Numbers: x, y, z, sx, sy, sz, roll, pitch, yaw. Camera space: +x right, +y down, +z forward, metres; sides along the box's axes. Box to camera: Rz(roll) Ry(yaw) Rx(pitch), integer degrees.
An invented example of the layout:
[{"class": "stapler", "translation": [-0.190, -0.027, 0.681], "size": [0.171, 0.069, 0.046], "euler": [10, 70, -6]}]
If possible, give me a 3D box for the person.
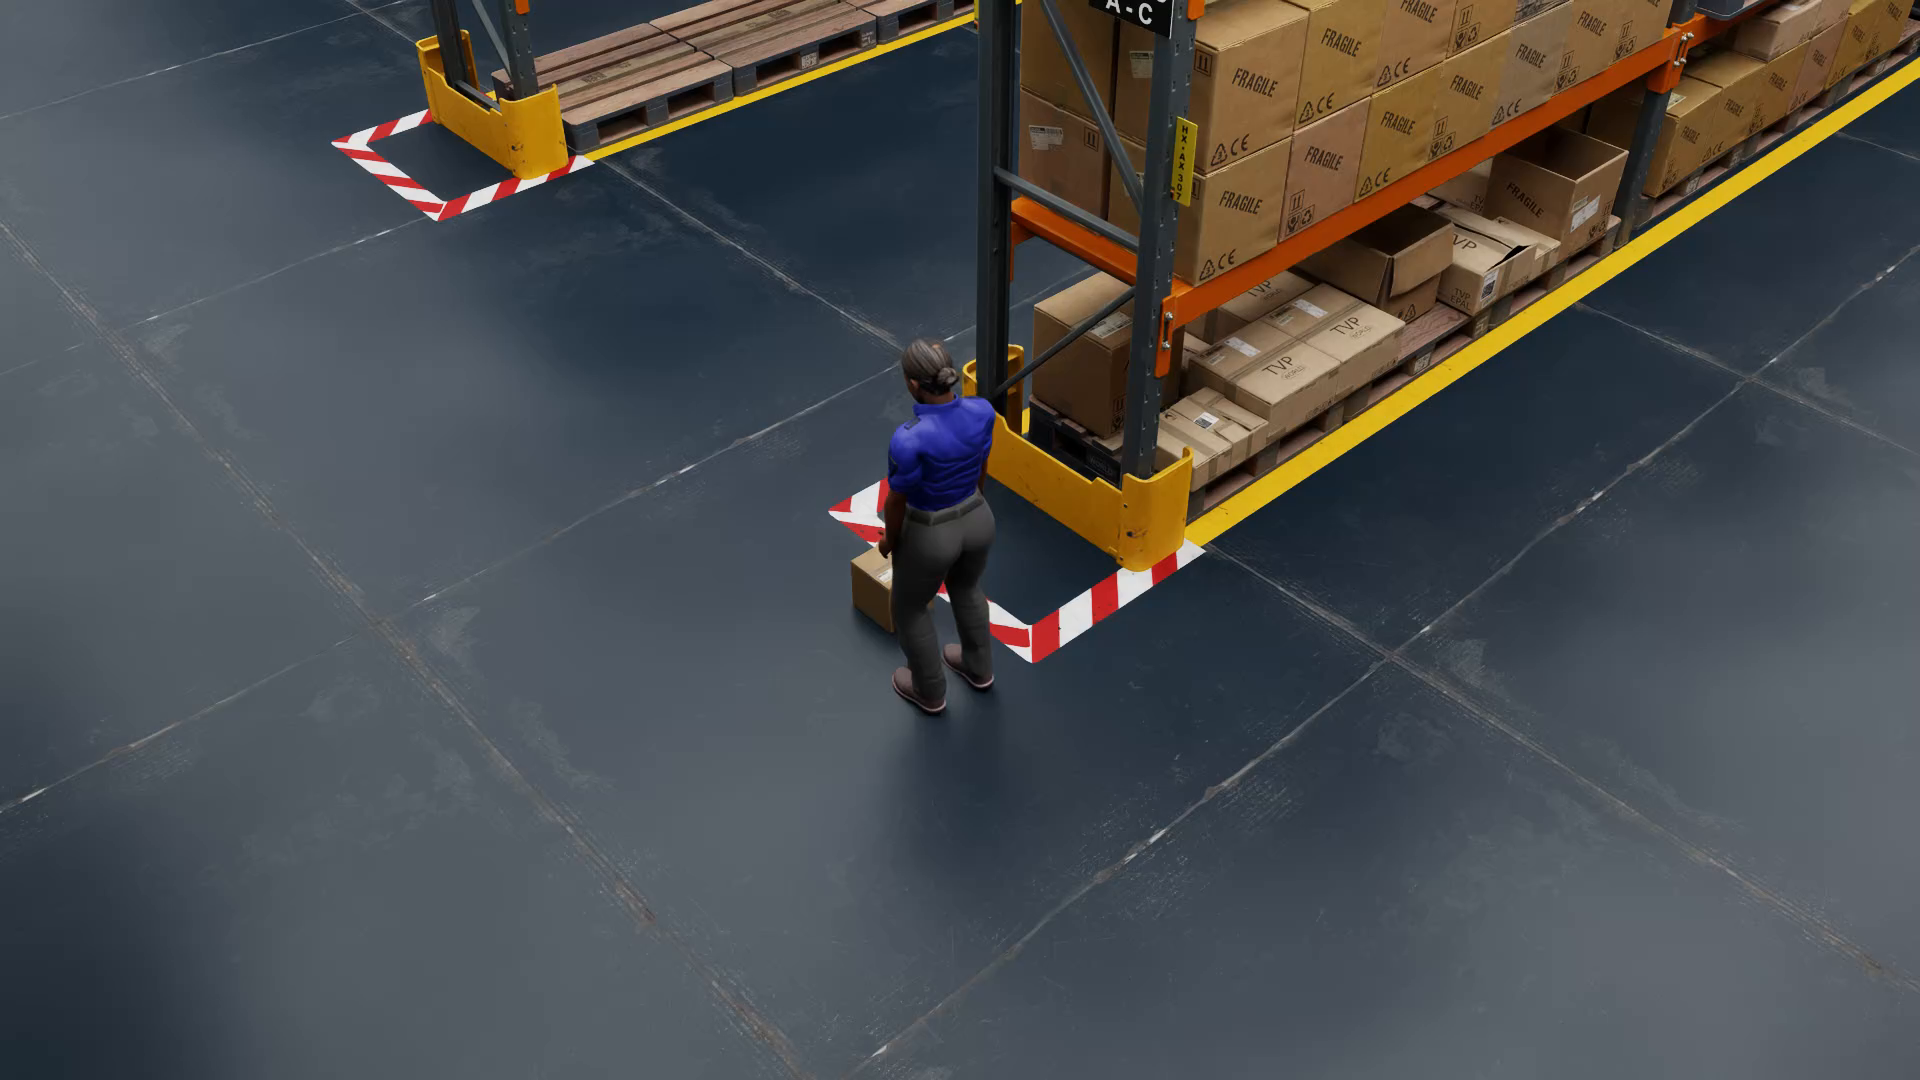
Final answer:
[{"class": "person", "translation": [-0.084, -0.025, 6.217], "size": [0.446, 1.637, 0.330], "euler": [-25, 46, -26]}]
